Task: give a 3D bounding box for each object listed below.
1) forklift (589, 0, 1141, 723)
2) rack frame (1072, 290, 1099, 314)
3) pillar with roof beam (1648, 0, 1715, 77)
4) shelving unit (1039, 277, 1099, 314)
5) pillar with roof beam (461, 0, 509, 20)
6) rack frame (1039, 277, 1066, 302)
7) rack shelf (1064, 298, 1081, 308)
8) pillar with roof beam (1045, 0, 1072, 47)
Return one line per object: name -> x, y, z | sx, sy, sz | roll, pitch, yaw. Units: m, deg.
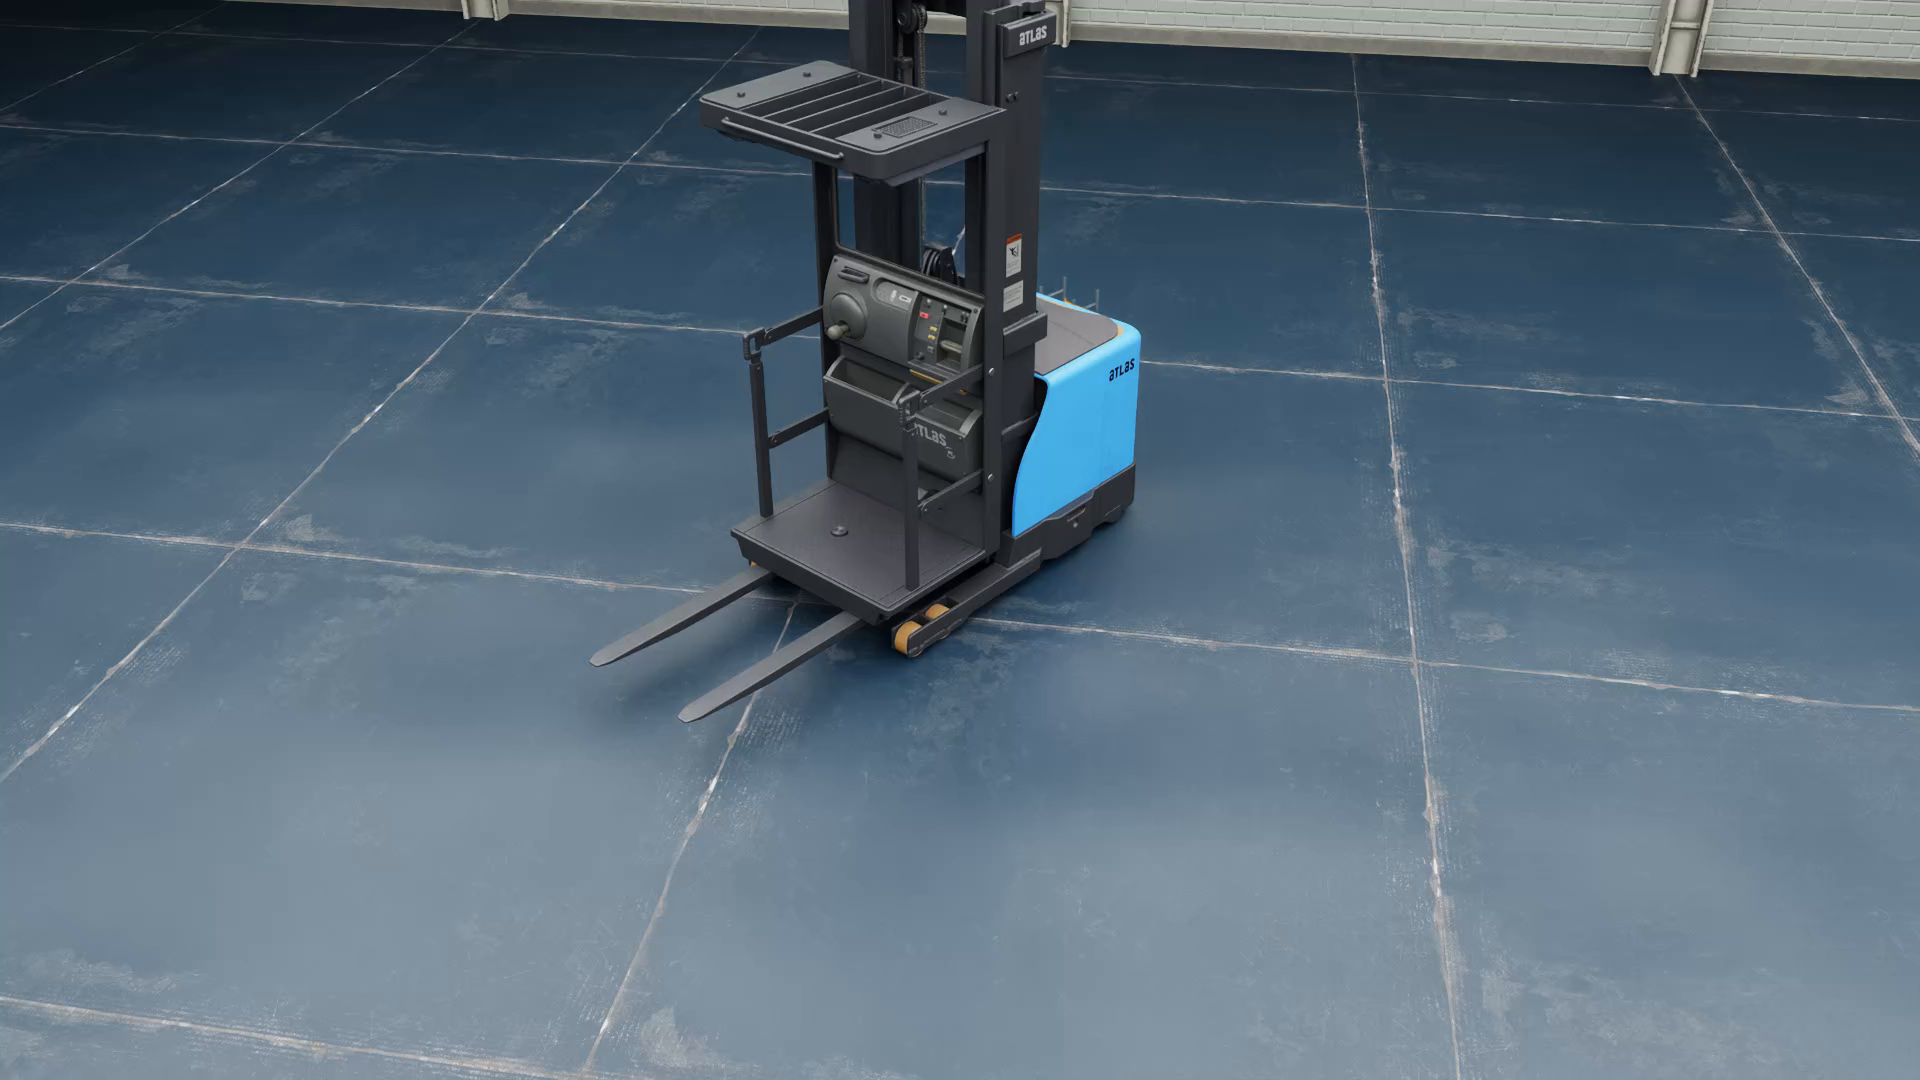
forklift -> -0.415, -0.993, 7.574 | 1.130, 2.935, 3.031 | 25, 40, 34
rack frame -> 0.669, -0.858, 9.131 | 0.200, 1.050, 0.008 | -26, 41, -35
pillar with roof beam -> 6.091, -6.050, 9.934 | 0.400, 9.000, 9.100 | 5, 32, 8
shelving unit -> 0.585, -0.905, 9.207 | 0.215, 1.050, 0.252 | -26, 41, -35
pillar with roof beam -> -5.737, -7.121, 11.645 | 0.400, 9.000, 9.100 | 5, 32, 8
rack frame -> 0.502, -0.953, 9.282 | 0.200, 1.050, 0.008 | -26, 41, -35
rack shelf -> 0.585, -1.137, 9.062 | 0.215, 0.259, 0.240 | -26, 41, -35
pillar with roof beam -> 0.177, -6.585, 10.789 | 0.400, 9.000, 9.100 | 5, 32, 8
